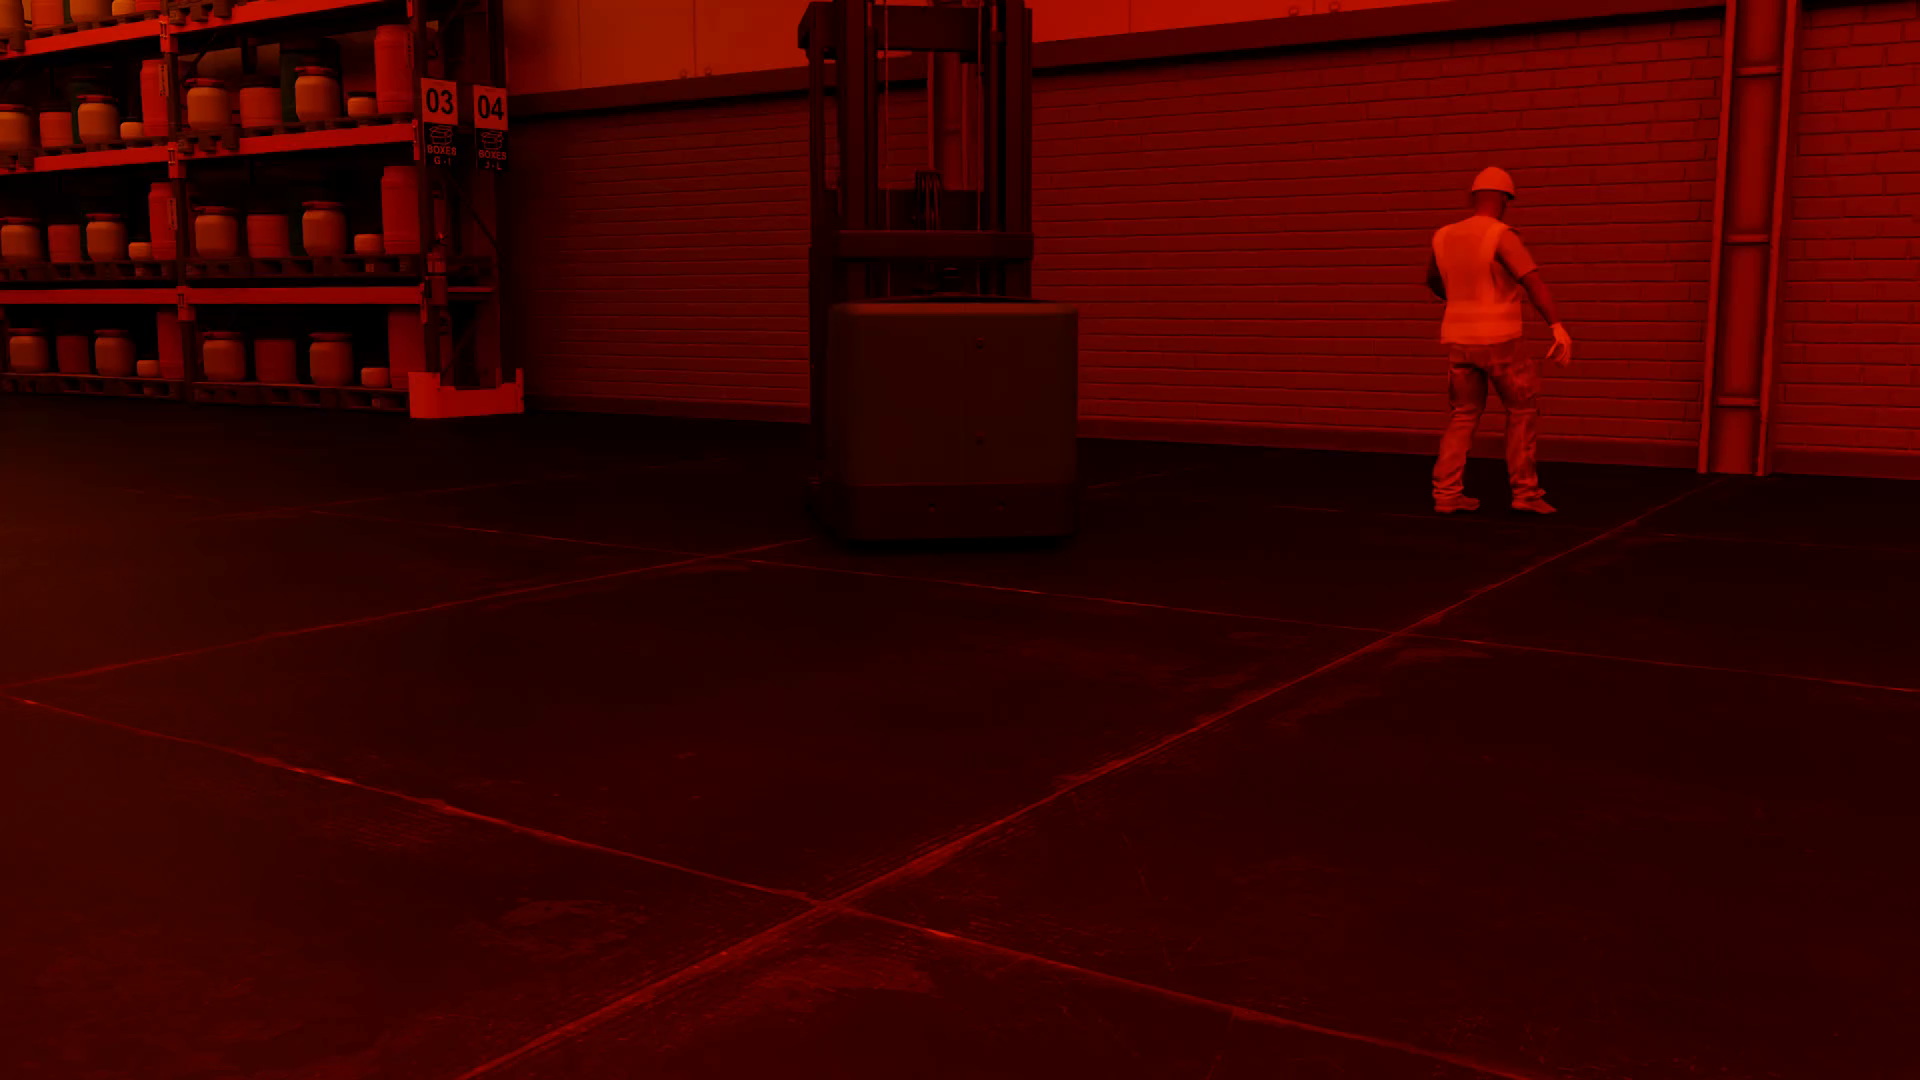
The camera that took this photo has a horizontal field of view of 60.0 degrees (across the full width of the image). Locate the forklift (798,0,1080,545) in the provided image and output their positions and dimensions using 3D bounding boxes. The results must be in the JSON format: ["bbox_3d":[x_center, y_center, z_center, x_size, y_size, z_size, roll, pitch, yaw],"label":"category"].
[{"bbox_3d":[-0.233,-1.599,8.434,1.130,2.935,3.031,-1,8,-10],"label":"forklift"}]

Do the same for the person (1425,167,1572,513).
[{"bbox_3d":[2.787,-0.997,8.532,0.645,1.794,1.043,-5,9,-29],"label":"person"}]
